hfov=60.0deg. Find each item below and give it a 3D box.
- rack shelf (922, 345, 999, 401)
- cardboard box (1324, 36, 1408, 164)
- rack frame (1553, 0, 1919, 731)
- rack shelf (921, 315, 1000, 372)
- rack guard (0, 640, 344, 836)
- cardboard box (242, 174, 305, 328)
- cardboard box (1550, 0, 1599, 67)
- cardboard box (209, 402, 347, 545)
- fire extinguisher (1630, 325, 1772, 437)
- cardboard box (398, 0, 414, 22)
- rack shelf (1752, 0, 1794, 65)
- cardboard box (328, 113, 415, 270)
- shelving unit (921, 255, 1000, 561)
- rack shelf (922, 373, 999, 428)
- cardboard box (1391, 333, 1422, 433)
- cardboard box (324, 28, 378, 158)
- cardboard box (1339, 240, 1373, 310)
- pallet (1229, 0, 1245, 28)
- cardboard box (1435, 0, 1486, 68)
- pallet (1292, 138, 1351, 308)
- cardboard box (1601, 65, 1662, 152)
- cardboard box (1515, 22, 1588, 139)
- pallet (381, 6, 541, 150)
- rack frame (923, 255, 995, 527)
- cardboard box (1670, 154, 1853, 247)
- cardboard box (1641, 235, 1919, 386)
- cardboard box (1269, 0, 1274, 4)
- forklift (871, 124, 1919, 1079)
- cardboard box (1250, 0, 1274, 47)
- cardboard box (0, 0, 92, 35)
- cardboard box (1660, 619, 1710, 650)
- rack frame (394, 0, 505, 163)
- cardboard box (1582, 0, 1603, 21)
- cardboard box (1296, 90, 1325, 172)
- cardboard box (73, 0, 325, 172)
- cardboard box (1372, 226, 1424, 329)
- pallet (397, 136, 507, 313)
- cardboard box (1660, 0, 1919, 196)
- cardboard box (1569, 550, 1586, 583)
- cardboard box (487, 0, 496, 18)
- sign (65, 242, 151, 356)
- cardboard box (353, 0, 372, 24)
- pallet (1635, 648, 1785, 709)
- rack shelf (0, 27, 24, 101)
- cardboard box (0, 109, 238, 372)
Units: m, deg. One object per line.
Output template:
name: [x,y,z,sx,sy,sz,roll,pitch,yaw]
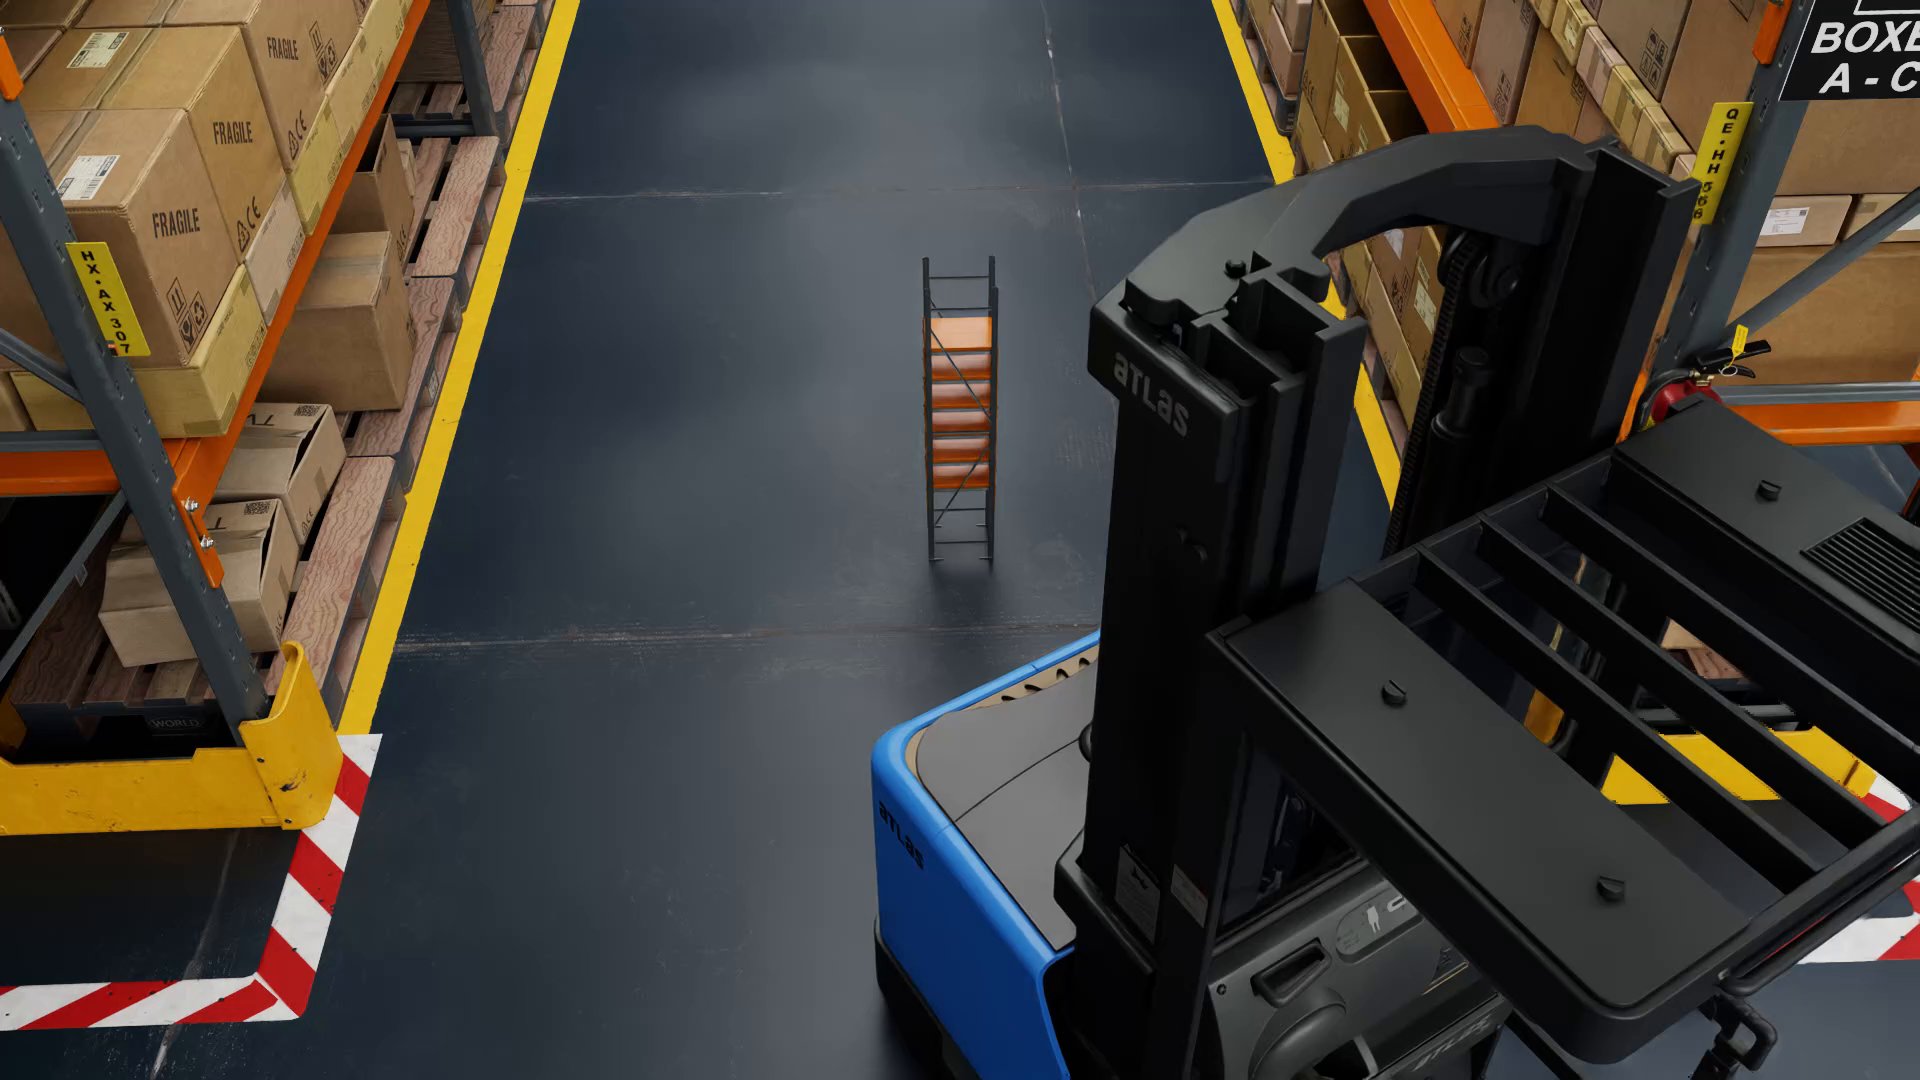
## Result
rack shelf: [0.001,-0.577,5.702,0.258,0.103,0.180,-2,43,-2]
cardboard box: [1.913,-1.847,7.214,0.500,0.500,0.500,-2,43,-2]
rack frame: [2.347,-0.388,4.453,1.000,3.000,0.127,-2,43,-2]
rack shelf: [0.001,-0.665,5.621,0.258,0.103,0.180,-2,43,-2]
rack guard: [-2.606,0.627,5.196,1.175,0.500,0.348,-2,43,-2]
cardboard box: [-2.342,-0.884,5.091,0.500,0.250,0.500,-3,43,-3]
cardboard box: [2.096,-1.613,5.236,0.380,0.149,0.250,0,43,0]
cardboard box: [-2.566,-0.269,5.988,0.500,0.311,0.500,2,43,2]
fire extinguisher: [1.887,-0.266,4.378,0.296,0.674,0.183,-2,43,-2]
cardboard box: [-2.437,-2.248,6.579,0.500,0.250,0.500,-1,43,-2]
rack shelf: [2.262,-2.579,5.156,1.077,0.370,4.000,-2,43,-2]
cardboard box: [-2.688,-1.485,7.174,0.500,0.500,0.500,-5,43,-5]
shelving unit: [0.001,-0.433,5.834,0.258,1.200,0.189,-2,43,-2]
rack shelf: [0.001,-0.488,5.783,0.258,0.103,0.180,-2,43,-2]
cardboard box: [1.972,-0.558,6.362,0.500,0.250,0.500,-2,43,-2]
cardboard box: [-2.377,-1.570,5.839,0.500,0.250,0.500,-1,43,-1]
cardboard box: [1.926,-1.232,7.099,0.500,0.250,0.500,-2,43,-2]
pallet: [2.052,-3.382,9.784,1.003,0.211,1.213,-2,43,-2]
cardboard box: [2.248,-2.131,6.281,0.700,0.500,0.500,-1,43,-1]
pallet: [2.169,-1.522,7.755,1.003,0.211,1.213,-2,43,-2]
cardboard box: [2.116,-1.266,4.857,0.380,0.149,0.250,-2,43,-2]
cardboard box: [2.297,-1.430,5.516,0.700,0.500,0.500,-1,43,-2]
pallet: [-2.807,-2.441,8.757,1.003,0.211,1.213,-2,43,-2]
rack frame: [-0.003,-0.494,5.901,0.240,1.200,0.006,-2,43,-2]
cardboard box: [2.140,-0.917,4.476,0.380,0.149,0.250,-2,43,-3]
cardboard box: [2.340,-0.740,4.764,0.700,0.500,0.500,-2,43,-2]
cardboard box: [1.845,-3.053,8.670,0.500,0.311,0.500,-1,43,-1]
forklift: [0.977,0.870,3.131,1.130,2.935,3.031,-23,47,-23]
cardboard box: [1.850,-2.843,8.856,0.500,0.250,0.500,-2,43,-2]
cardboard box: [-2.873,-1.473,5.178,0.500,0.500,0.500,-3,43,-3]
cardboard box: [2.546,0.102,5.643,0.500,0.250,0.500,-2,43,-2]
rack frame: [-2.772,-2.944,7.242,1.000,3.000,0.127,-2,43,-2]
cardboard box: [2.287,-1.950,5.123,0.700,0.500,0.500,-1,43,-2]
cardboard box: [1.893,-1.908,7.836,0.500,0.250,0.500,-2,43,-2]
cardboard box: [-2.349,-1.486,5.192,0.500,0.500,0.500,-3,43,-3]
cardboard box: [1.949,-1.171,6.477,0.500,0.500,0.500,-2,43,-2]
pallet: [-2.709,-1.463,7.690,1.003,0.211,1.213,-2,43,-2]
cardboard box: [2.337,-1.254,4.365,0.700,0.500,0.500,-1,43,-2]
cardboard box: [2.026,-0.159,5.373,0.500,0.500,0.500,-2,43,-2]
cardboard box: [-2.892,-3.028,8.858,0.700,0.500,0.500,-2,43,-3]
sign: [-2.060,-0.578,4.020,0.100,0.325,0.005,-2,43,-2]
cardboard box: [-2.406,-2.185,5.955,0.500,0.500,0.500,-3,43,-3]
pallet: [2.272,0.125,5.958,1.003,0.211,1.213,-2,43,-2]
rack shelf: [-2.687,-2.434,4.998,1.077,0.370,4.000,-2,43,-2]
cardboard box: [-2.322,-0.803,4.447,0.500,0.500,0.500,-2,43,-2]
